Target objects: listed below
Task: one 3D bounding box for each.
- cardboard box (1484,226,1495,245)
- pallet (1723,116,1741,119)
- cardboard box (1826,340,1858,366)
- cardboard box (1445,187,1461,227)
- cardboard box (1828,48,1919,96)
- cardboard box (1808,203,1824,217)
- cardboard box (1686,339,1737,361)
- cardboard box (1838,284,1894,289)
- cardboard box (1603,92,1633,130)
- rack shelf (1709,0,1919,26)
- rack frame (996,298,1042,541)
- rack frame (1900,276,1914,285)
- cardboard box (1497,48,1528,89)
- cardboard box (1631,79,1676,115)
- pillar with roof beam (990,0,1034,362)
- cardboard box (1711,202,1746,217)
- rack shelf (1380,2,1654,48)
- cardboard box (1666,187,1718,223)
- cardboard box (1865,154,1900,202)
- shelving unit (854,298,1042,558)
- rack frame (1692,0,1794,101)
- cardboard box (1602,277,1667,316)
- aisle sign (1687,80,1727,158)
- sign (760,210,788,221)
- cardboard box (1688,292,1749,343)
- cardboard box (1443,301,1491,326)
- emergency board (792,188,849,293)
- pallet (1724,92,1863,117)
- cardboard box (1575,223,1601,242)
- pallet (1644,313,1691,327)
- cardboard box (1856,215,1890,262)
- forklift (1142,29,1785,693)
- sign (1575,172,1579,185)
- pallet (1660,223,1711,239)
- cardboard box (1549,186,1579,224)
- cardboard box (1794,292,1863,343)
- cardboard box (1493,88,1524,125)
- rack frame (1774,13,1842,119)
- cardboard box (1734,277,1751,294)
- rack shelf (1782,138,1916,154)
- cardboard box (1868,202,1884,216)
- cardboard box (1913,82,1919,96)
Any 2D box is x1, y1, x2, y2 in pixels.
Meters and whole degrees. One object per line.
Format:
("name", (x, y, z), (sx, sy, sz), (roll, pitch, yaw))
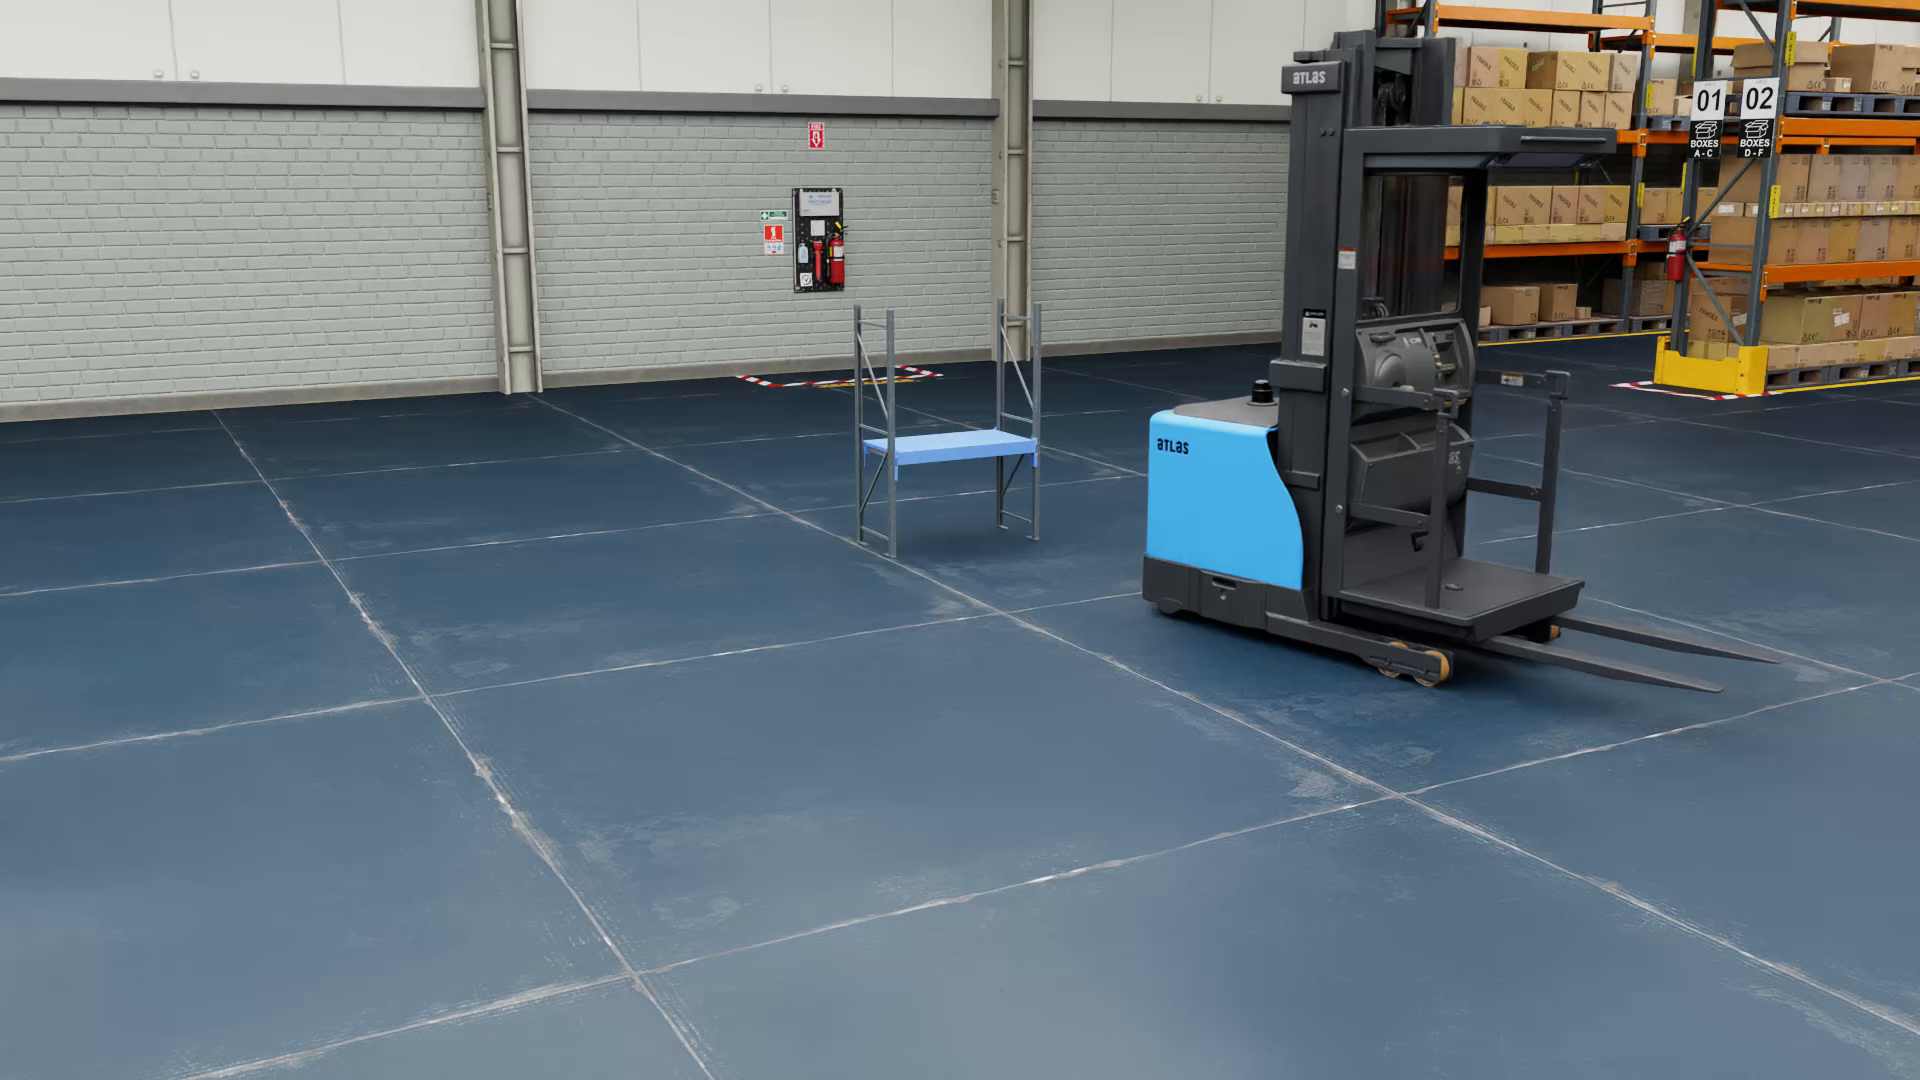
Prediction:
("cardboard box", (6.715, -4.043, 22.038), (0.500, 0.250, 0.500), (-7, 15, -30))
("pallet", (10.698, -6.006, 24.059), (1.003, 0.211, 1.213), (-7, 14, -28))
("cardboard box", (9.515, -2.087, 18.359), (0.500, 0.250, 0.500), (-7, 14, -28))
("cardboard box", (6.248, -4.354, 21.711), (0.500, 0.500, 0.500), (-7, 14, -28))
("cardboard box", (10.067, -5.164, 18.379), (0.637, 0.503, 0.797), (-5, 14, -22))
("cardboard box", (8.960, -3.524, 17.731), (0.250, 0.149, 0.380), (-7, 14, -28))
("cardboard box", (8.391, -2.081, 18.332), (0.500, 0.250, 0.500), (-7, 14, -28))
("cardboard box", (10.581, -2.712, 19.427), (0.500, 0.500, 0.500), (-7, 14, -28))
("cardboard box", (8.869, -5.901, 22.891), (0.500, 0.500, 0.500), (-6, 14, -26))
("rack shelf", (9.817, -5.696, 17.972), (4.000, 0.370, 1.077), (-7, 14, -28))
("rack frame", (0.371, -0.776, 10.642), (0.032, 1.500, 0.500), (-7, 14, -28))
("rack frame", (11.573, -3.525, 19.443), (0.127, 3.000, 1.000), (-7, 14, -28))
("cardboard box", (7.049, -6.162, 21.773), (0.500, 0.500, 0.500), (-6, 14, -26))
("cardboard box", (9.714, -6.239, 23.483), (0.500, 0.500, 0.500), (-5, 13, -20))
("pillar with roof beam", (2.681, -5.765, 15.731), (0.400, 9.000, 9.100), (-7, 14, -28))
("cardboard box", (8.306, -3.547, 17.832), (0.250, 0.149, 0.380), (-7, 15, -29))
("rack shelf", (7.441, -6.844, 22.169), (4.000, 0.370, 1.077), (-7, 14, -28))
("cardboard box", (10.716, -4.923, 24.422), (0.500, 0.500, 0.700), (-5, 14, -20))
("cardboard box", (9.865, -4.001, 18.373), (0.500, 0.500, 0.700), (-7, 14, -28))
("shelving unit", (-0.075, -0.723, 10.405), (1.048, 1.500, 0.538), (-7, 14, -28))
("rack frame", (8.062, -6.031, 16.914), (0.127, 3.000, 1.000), (-7, 14, -28))
("cardboard box", (9.834, -3.556, 24.267), (0.500, 0.500, 0.700), (-6, 14, -26))
("aisle sign", (7.864, -4.423, 17.508), (0.004, 0.787, 0.394), (-7, 14, -28))
("sign", (-2.095, -3.652, 18.716), (0.331, 0.109, 0.001), (-7, 14, -28))
("cardboard box", (8.390, -2.448, 18.252), (0.500, 0.500, 0.500), (-7, 14, -28))
("cardboard box", (6.836, -3.077, 22.573), (0.500, 0.311, 0.500), (-6, 14, -23))
("emergency board", (-1.569, -3.415, 18.954), (0.643, 1.169, 0.194), (-7, 14, -28))
("pallet", (8.695, -4.594, 17.562), (1.213, 0.211, 1.003), (-7, 14, -28))
("cardboard box", (8.484, -4.257, 22.990), (0.500, 0.250, 0.500), (-7, 14, -28))
("pallet", (10.951, -3.331, 24.928), (1.213, 0.211, 1.003), (-7, 14, -28))
("cardboard box", (9.835, -3.364, 18.495), (0.500, 0.500, 0.700), (-6, 14, -26))
("forklift", (2.341, -0.884, 7.863), (1.130, 2.935, 3.031), (-11, 17, -41))
("sign", (8.927, -5.151, 24.029), (0.005, 0.325, 0.100), (-7, 14, -28))
("pallet", (10.989, -4.591, 24.613), (1.213, 0.211, 1.003), (-7, 14, -28))
("cardboard box", (8.047, -4.568, 22.665), (0.500, 0.500, 0.500), (-7, 15, -29))
("cardboard box", (9.510, -2.456, 18.287), (0.500, 0.500, 0.500), (-7, 14, -28))
("cardboard box", (7.041, -5.673, 21.879), (0.500, 0.500, 0.500), (-6, 14, -25))
("rack frame", (12.707, -7.827, 24.894), (0.127, 3.000, 1.000), (-7, 14, -28))
("cardboard box", (11.592, -3.778, 25.256), (0.500, 0.500, 0.700), (-7, 14, -28))
("rack shelf", (14.462, -6.223, 26.237), (4.000, 0.370, 1.077), (-7, 14, -28))
("cardboard box", (9.859, -3.631, 18.207), (0.250, 0.149, 0.380), (-7, 14, -27))
("cardboard box", (10.645, -4.960, 18.282), (0.250, 0.149, 0.380), (-7, 14, -28))
